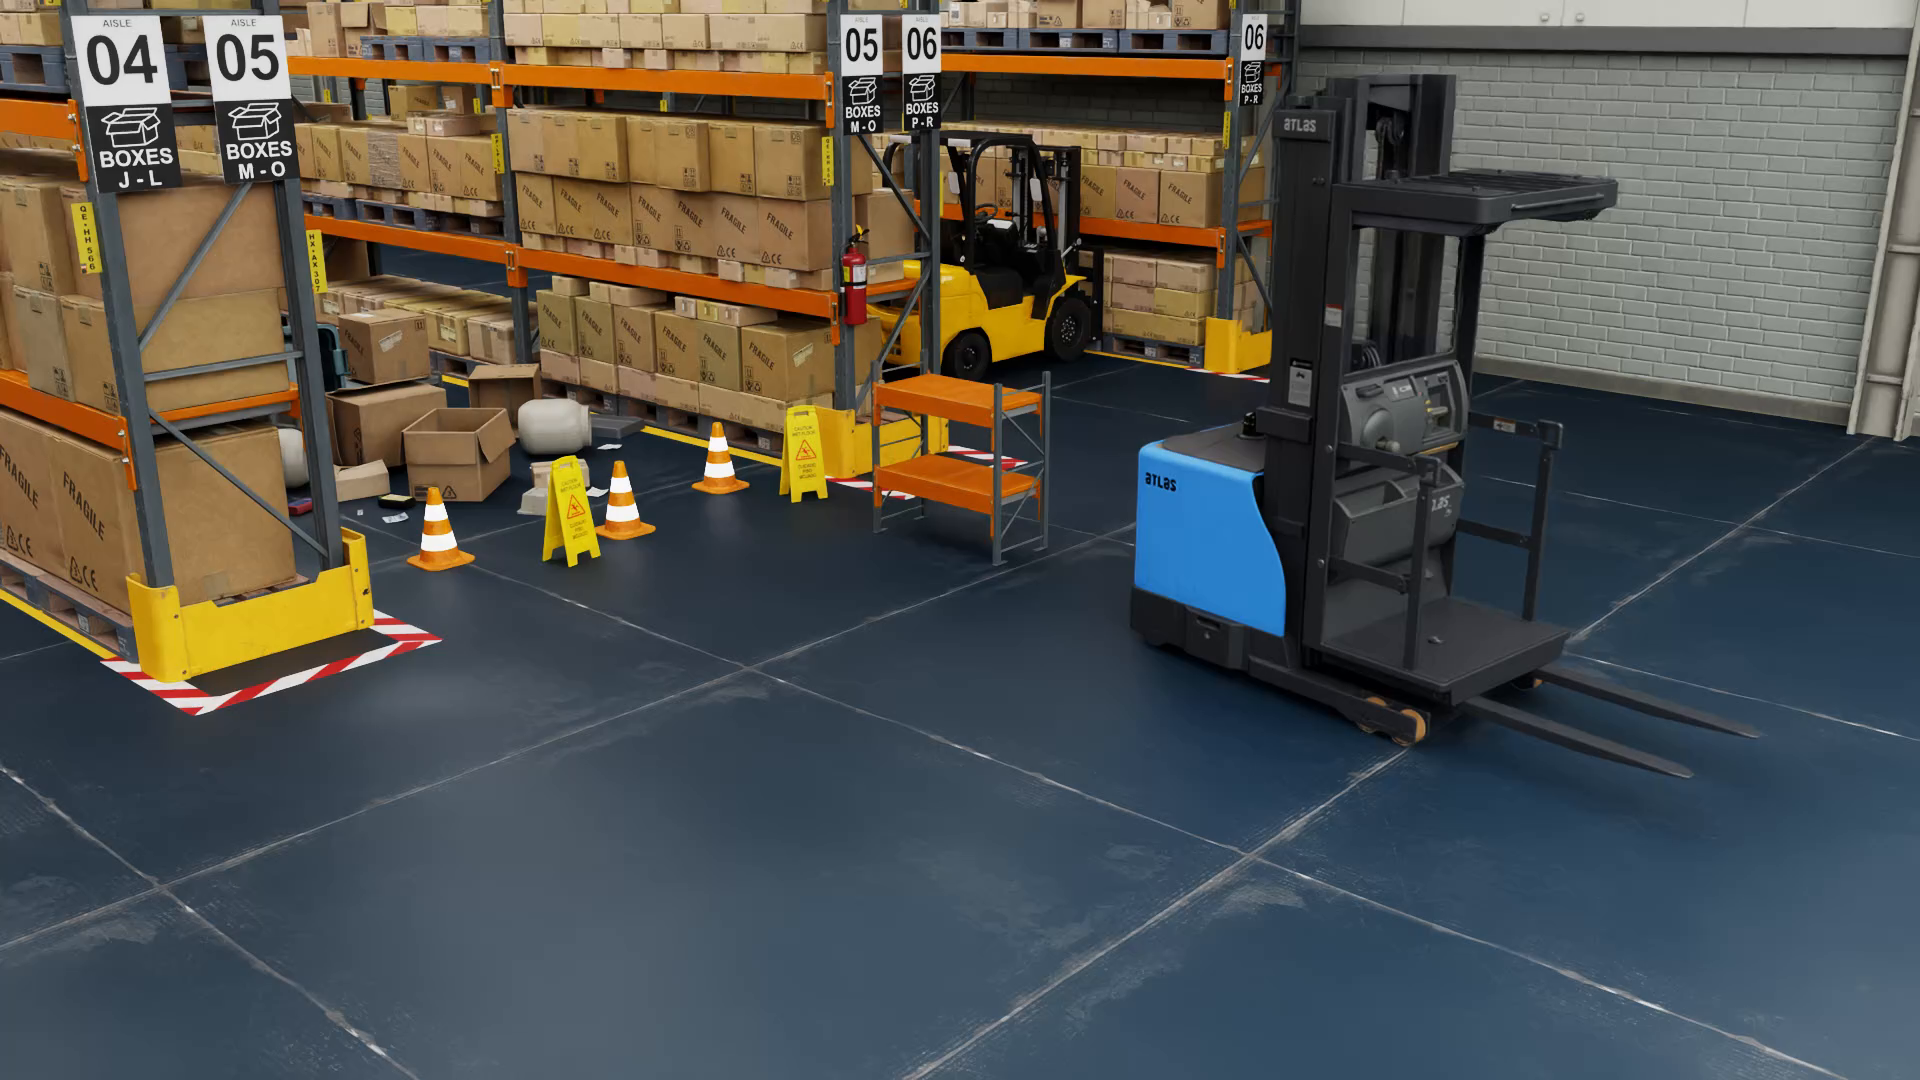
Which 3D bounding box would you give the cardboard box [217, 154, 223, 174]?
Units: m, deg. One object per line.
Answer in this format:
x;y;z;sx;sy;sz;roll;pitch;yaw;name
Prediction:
-7.422;-3.929;17.456;0.500;0.250;0.500;14;23;38;cardboard box

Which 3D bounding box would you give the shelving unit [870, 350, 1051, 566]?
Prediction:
-0.005;-0.538;10.446;1.048;1.125;0.538;15;23;39;shelving unit

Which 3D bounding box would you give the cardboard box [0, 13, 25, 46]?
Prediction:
-4.393;-2.473;8.042;0.250;0.149;0.380;15;23;40;cardboard box

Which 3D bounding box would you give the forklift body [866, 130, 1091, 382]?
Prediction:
0.141;-2.702;15.569;1.214;2.155;2.313;15;23;39;forklift body

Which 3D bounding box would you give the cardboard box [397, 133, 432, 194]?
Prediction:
-4.765;-3.452;15.180;0.500;0.500;0.500;16;24;41;cardboard box

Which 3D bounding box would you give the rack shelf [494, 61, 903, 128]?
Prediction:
-2.017;-3.503;12.921;4.000;0.370;1.077;15;23;39;rack shelf

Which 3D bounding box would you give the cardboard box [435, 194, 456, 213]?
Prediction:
-4.483;-3.040;14.951;0.250;0.149;0.380;15;23;38;cardboard box

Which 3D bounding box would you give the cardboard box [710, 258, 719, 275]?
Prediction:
-1.695;-2.132;12.785;0.250;0.149;0.380;15;23;40;cardboard box

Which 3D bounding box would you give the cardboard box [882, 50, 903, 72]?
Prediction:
-0.554;-3.465;12.026;0.250;0.149;0.380;15;23;39;cardboard box

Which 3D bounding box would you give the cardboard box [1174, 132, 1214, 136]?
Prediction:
2.281;-3.863;16.095;0.250;0.149;0.380;16;23;40;cardboard box

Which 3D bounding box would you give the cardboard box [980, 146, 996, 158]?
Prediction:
0.386;-4.011;17.053;0.250;0.149;0.380;16;23;40;cardboard box

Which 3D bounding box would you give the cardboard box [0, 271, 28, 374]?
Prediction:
-4.800;-1.256;9.364;0.550;0.550;0.875;15;23;39;cardboard box

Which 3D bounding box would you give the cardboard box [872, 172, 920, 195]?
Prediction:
-0.772;-3.912;18.227;0.500;0.250;0.500;16;23;40;cardboard box

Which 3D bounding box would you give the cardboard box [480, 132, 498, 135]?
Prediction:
-4.048;-3.467;15.225;0.500;0.500;0.500;15;23;39;cardboard box

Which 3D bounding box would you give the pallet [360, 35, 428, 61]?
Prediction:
-4.682;-4.513;15.226;1.003;0.211;1.213;15;23;39;pallet

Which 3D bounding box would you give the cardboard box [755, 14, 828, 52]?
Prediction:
-1.083;-3.556;11.656;0.500;0.250;0.500;15;23;39;cardboard box

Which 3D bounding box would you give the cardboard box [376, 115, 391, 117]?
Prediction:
-8.676;-6.389;25.540;0.500;0.250;0.500;16;24;41;cardboard box

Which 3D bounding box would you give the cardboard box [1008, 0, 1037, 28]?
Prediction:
0.687;-5.188;16.405;0.258;0.266;0.396;14;23;38;cardboard box

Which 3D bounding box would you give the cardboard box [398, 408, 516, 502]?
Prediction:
-3.515;-0.605;11.685;0.637;0.503;0.797;0;18;2;cardboard box

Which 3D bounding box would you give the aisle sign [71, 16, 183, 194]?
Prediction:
-3.877;-2.031;7.756;0.004;0.787;0.394;15;23;39;aisle sign

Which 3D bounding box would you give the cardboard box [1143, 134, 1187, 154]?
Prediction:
1.944;-3.750;15.740;0.250;0.149;0.380;16;23;40;cardboard box

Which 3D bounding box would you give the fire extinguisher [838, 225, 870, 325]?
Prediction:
-0.742;-1.850;11.611;0.183;0.674;0.296;15;23;39;fire extinguisher

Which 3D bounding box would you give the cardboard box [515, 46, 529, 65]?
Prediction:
-3.442;-4.008;13.740;0.250;0.149;0.380;15;23;38;cardboard box

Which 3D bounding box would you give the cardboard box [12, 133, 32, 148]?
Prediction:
-11.555;-4.912;20.965;0.500;0.500;0.500;15;23;39;cardboard box

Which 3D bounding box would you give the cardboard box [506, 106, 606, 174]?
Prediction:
-3.328;-3.346;13.887;0.500;0.500;0.700;15;23;39;cardboard box

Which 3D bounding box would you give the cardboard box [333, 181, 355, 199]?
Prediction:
-5.830;-3.404;16.101;0.250;0.149;0.380;15;23;40;cardboard box

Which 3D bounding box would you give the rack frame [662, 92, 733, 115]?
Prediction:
-3.213;-4.745;20.603;0.127;3.000;1.000;15;23;39;rack frame

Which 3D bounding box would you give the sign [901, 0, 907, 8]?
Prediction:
-0.574;-5.643;17.100;0.005;0.325;0.100;15;23;39;sign

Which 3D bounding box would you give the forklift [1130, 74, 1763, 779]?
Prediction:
2.250;-0.624;7.732;1.130;2.935;3.031;-15;23;-38;forklift

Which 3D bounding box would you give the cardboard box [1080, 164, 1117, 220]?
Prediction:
1.463;-3.434;16.309;0.500;0.500;0.500;14;23;38;cardboard box

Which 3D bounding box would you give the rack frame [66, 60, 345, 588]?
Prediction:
-3.731;-0.874;8.408;0.127;3.000;1.000;15;23;39;rack frame

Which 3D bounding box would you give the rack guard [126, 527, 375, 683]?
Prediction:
-3.713;0.322;8.771;0.348;0.500;1.175;15;23;39;rack guard

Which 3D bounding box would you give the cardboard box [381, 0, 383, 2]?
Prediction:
-7.890;-7.639;23.694;0.500;0.250;0.500;16;24;41;cardboard box

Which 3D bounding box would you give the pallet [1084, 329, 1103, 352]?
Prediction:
1.263;-2.198;17.189;1.213;0.211;1.003;15;23;39;pallet

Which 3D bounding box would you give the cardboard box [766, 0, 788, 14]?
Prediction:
-1.138;-3.766;11.658;0.250;0.149;0.380;16;23;40;cardboard box

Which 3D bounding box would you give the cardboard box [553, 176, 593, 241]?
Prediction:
-2.978;-2.760;13.693;0.500;0.500;0.500;15;23;39;cardboard box

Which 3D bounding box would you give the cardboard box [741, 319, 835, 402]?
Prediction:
-1.294;-1.363;12.561;0.500;0.500;0.500;15;23;40;cardboard box

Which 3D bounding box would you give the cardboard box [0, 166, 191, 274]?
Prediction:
-4.784;-1.776;9.217;0.550;0.550;0.875;15;23;39;cardboard box

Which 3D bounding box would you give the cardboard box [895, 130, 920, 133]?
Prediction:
-0.507;-4.483;18.541;0.250;0.149;0.380;14;22;37;cardboard box

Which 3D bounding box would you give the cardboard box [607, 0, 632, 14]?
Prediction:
-2.484;-4.122;12.778;0.250;0.149;0.380;15;23;38;cardboard box

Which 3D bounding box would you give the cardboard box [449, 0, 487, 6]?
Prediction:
-4.031;-4.702;14.237;0.500;0.250;0.500;16;23;40;cardboard box

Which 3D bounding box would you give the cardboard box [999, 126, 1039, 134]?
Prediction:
0.609;-4.107;16.864;0.250;0.149;0.380;15;23;38;cardboard box

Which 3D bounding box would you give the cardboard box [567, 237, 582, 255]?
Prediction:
-3.048;-2.477;13.872;0.250;0.149;0.380;15;23;39;cardboard box

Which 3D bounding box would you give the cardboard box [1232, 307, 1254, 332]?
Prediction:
2.533;-2.171;16.344;0.500;0.250;0.500;15;23;39;cardboard box

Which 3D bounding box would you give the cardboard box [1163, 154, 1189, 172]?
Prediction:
2.115;-3.546;15.588;0.250;0.149;0.380;16;23;40;cardboard box

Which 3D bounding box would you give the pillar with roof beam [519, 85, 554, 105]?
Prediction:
-8.985;-7.777;20.240;0.400;9.000;9.100;15;23;39;pillar with roof beam

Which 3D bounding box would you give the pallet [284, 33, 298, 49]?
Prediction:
-7.022;-5.078;17.006;1.003;0.211;1.213;16;24;42;pallet

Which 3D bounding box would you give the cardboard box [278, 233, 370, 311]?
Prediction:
-6.966;-2.966;17.816;0.875;0.875;0.875;15;23;39;cardboard box

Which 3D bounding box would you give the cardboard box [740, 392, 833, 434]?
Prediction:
-1.322;-1.010;12.688;0.500;0.250;0.500;15;23;39;cardboard box

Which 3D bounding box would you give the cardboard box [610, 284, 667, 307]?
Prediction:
-2.608;-1.999;13.492;0.250;0.149;0.380;17;24;42;cardboard box

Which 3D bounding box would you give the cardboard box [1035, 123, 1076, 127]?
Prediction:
0.995;-4.242;17.289;0.250;0.149;0.380;15;23;38;cardboard box

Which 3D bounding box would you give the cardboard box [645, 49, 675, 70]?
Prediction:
-2.152;-3.631;12.551;0.250;0.149;0.380;15;23;39;cardboard box

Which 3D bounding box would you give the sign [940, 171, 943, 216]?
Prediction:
-0.161;-2.550;12.257;0.005;0.325;0.100;15;23;39;sign

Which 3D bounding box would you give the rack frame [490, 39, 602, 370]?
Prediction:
-3.513;-2.818;14.531;0.127;3.000;1.000;15;23;39;rack frame

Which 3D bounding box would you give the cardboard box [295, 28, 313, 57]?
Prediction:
-6.191;-4.833;16.147;0.258;0.266;0.396;15;23;39;cardboard box

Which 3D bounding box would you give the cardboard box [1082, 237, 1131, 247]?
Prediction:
1.415;-2.951;17.148;0.500;0.250;0.500;14;23;38;cardboard box
